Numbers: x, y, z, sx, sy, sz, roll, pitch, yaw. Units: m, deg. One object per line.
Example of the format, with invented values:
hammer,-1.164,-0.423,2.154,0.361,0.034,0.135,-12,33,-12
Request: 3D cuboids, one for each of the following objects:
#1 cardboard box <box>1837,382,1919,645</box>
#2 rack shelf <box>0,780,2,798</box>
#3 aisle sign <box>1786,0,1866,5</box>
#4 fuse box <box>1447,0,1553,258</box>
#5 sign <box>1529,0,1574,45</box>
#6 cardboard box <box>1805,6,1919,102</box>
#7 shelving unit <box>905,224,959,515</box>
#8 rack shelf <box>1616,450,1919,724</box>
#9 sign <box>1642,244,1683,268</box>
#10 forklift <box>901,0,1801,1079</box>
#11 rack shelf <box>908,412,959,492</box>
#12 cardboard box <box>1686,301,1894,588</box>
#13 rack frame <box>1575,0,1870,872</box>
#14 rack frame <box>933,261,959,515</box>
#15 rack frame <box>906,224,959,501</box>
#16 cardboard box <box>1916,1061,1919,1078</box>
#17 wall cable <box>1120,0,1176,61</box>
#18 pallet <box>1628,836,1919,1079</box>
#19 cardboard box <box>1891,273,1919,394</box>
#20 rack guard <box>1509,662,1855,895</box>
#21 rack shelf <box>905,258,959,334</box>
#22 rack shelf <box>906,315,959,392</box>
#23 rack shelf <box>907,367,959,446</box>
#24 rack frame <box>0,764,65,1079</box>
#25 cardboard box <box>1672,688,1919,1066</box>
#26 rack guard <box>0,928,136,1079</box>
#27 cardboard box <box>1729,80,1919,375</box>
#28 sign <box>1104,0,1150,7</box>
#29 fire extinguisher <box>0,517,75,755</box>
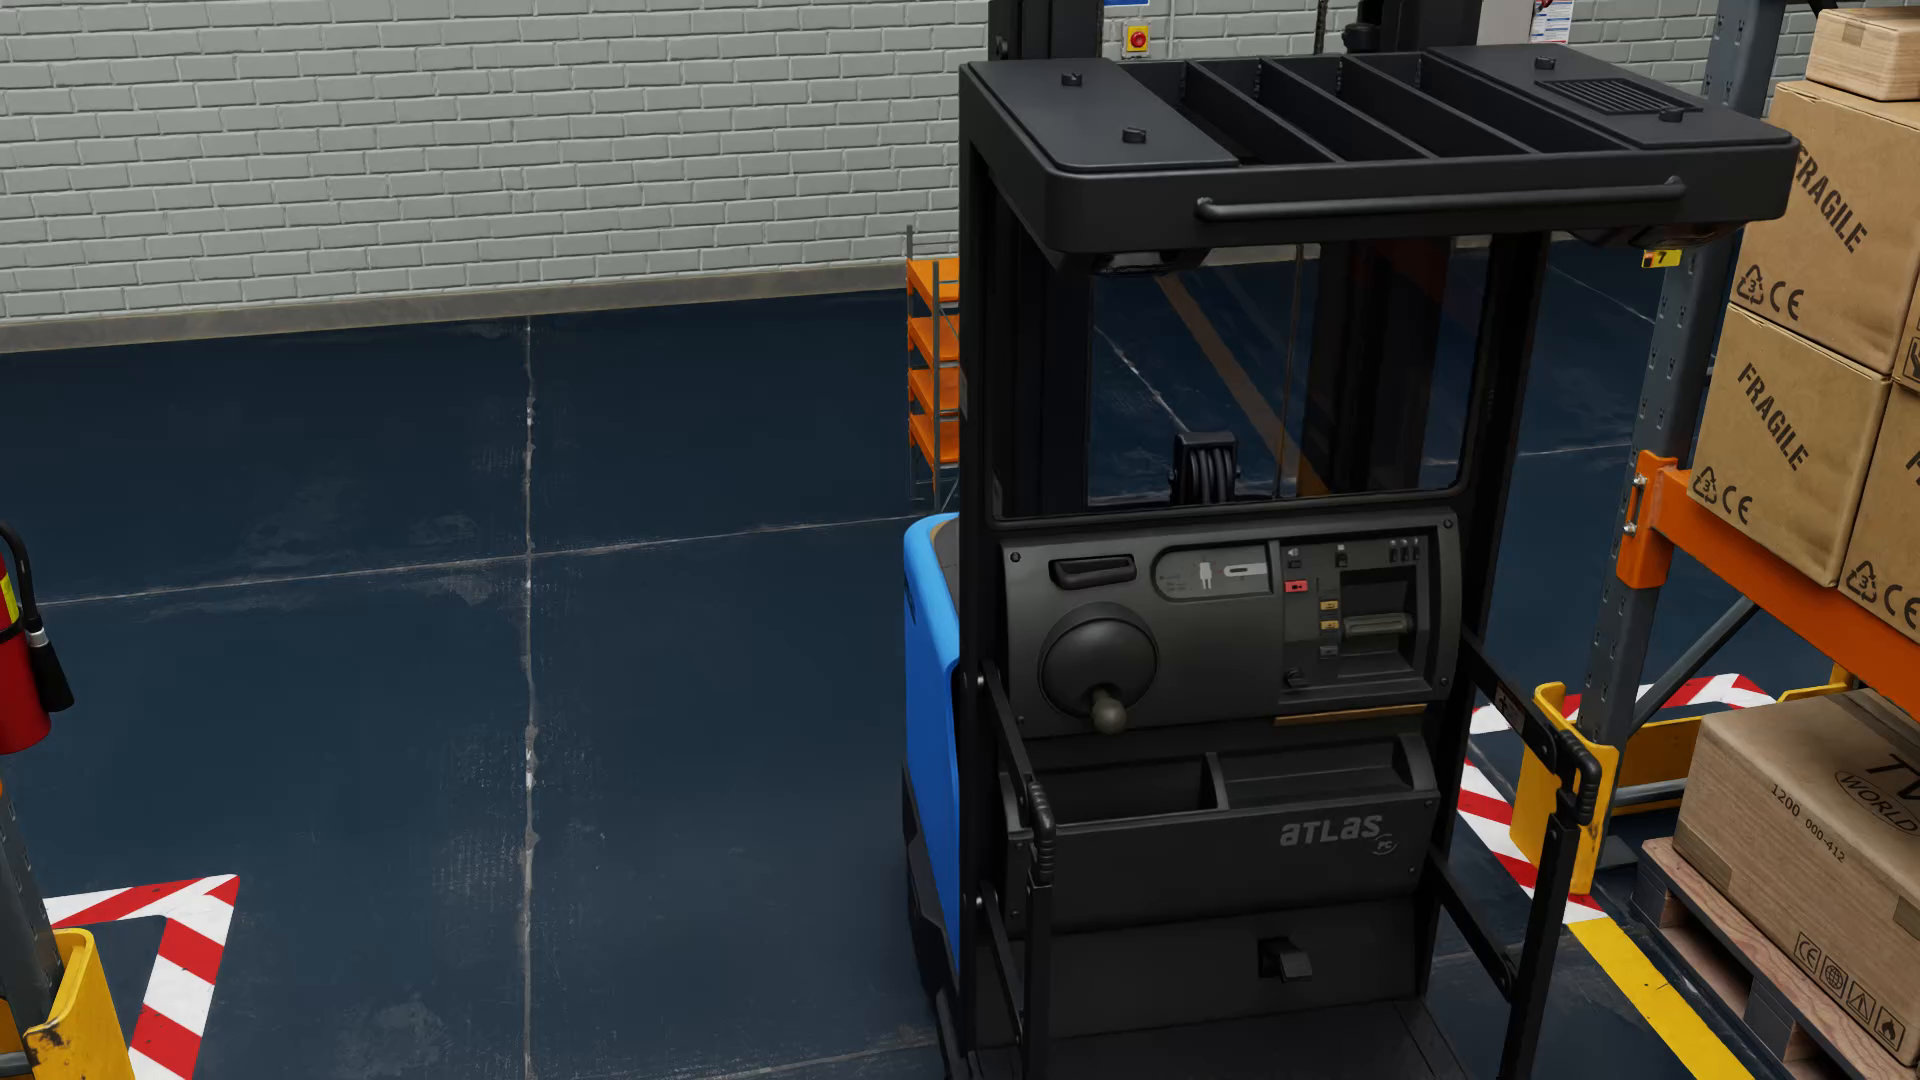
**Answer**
cardboard box,2.219,-0.030,3.369,0.500,0.500,0.500,-6,27,-12
rack shelf,-2.100,1.302,1.640,1.077,0.370,4.000,-6,27,-12
aisle sign,1.951,-1.607,3.719,0.394,0.787,0.004,-6,27,-12
fuse box,3.036,-2.491,9.787,0.539,1.711,0.414,-6,27,-12
sign,3.470,-3.165,9.797,0.329,0.494,0.001,-6,27,-12
cardboard box,2.060,-1.041,3.542,0.380,0.149,0.250,-5,27,-11
shelving unit,-0.037,-0.608,6.624,0.258,1.200,0.503,-6,27,-12
rack shelf,2.700,0.755,2.723,1.077,0.370,4.000,-6,27,-12
sign,1.707,-0.812,3.982,0.100,0.325,0.005,-6,27,-12
forklift,0.582,0.200,3.102,1.130,2.935,3.031,-4,27,-8
rack shelf,-0.037,-0.371,6.743,0.258,0.148,0.480,-6,27,-12
cardboard box,2.078,-0.249,3.803,0.500,0.500,0.500,-6,27,-12
rack frame,2.250,-0.444,4.301,1.000,3.000,0.127,-6,27,-12
rack frame,0.018,-0.501,6.411,0.240,1.200,0.015,-6,27,-12
rack frame,-0.092,-0.715,6.836,0.240,1.200,0.015,-6,27,-12
cardboard box,2.710,1.193,3.435,0.875,0.438,0.875,-5,27,-10
wall cable,0.956,-3.385,8.965,0.585,1.953,0.123,-6,27,-12
pallet,2.506,1.144,4.250,1.003,0.211,1.213,-6,27,-12
cardboard box,2.203,-0.469,3.130,0.500,0.500,0.500,-7,28,-13
rack guard,2.244,0.661,4.885,1.175,0.500,0.348,-6,27,-12
rack shelf,-0.037,-0.959,6.447,0.258,0.148,0.480,-6,27,-12
rack shelf,-0.037,-0.748,6.553,0.258,0.148,0.480,-6,27,-12
rack shelf,-0.037,-0.548,6.654,0.258,0.148,0.480,-6,27,-12
rack frame,-2.554,0.103,3.216,0.949,2.616,0.053,-6,27,-12
cardboard box,2.496,0.792,4.230,0.875,0.438,0.875,-7,28,-13
rack guard,-2.533,1.252,3.714,1.175,0.500,0.348,-6,27,-12
cardboard box,2.080,-0.695,3.578,0.500,0.500,0.500,-7,28,-13
sign,0.895,-3.060,9.183,0.327,0.218,0.001,-6,27,-12
fire extinguisher,-2.158,0.147,3.630,0.296,0.674,0.183,-6,27,-12
